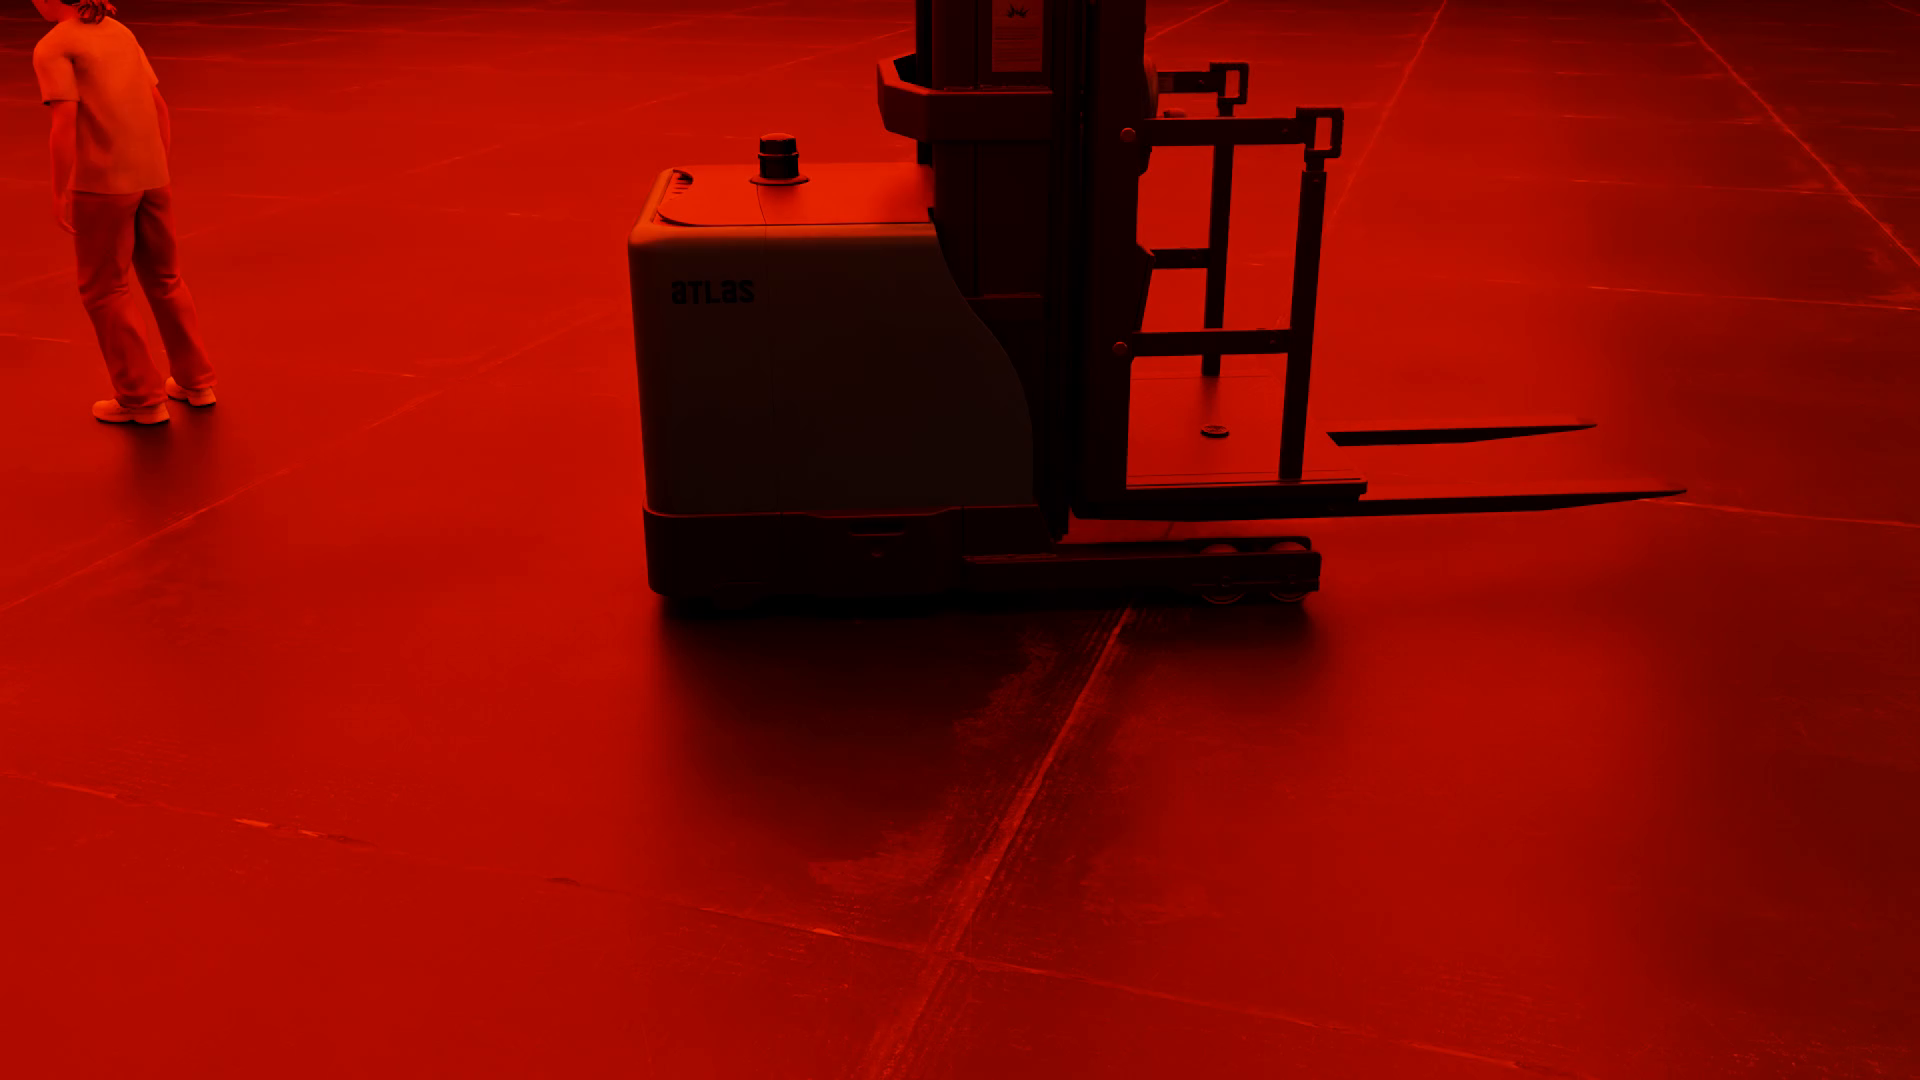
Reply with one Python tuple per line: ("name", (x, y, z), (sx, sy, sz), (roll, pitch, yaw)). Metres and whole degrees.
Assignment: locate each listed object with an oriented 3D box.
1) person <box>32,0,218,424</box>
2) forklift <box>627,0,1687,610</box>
("person", (-3.034, -1.253, 5.964), (0.356, 1.673, 0.519), (9, 24, 20))
("forklift", (0.606, -1.374, 4.608), (3.031, 2.935, 1.130), (-2, 23, -4))
